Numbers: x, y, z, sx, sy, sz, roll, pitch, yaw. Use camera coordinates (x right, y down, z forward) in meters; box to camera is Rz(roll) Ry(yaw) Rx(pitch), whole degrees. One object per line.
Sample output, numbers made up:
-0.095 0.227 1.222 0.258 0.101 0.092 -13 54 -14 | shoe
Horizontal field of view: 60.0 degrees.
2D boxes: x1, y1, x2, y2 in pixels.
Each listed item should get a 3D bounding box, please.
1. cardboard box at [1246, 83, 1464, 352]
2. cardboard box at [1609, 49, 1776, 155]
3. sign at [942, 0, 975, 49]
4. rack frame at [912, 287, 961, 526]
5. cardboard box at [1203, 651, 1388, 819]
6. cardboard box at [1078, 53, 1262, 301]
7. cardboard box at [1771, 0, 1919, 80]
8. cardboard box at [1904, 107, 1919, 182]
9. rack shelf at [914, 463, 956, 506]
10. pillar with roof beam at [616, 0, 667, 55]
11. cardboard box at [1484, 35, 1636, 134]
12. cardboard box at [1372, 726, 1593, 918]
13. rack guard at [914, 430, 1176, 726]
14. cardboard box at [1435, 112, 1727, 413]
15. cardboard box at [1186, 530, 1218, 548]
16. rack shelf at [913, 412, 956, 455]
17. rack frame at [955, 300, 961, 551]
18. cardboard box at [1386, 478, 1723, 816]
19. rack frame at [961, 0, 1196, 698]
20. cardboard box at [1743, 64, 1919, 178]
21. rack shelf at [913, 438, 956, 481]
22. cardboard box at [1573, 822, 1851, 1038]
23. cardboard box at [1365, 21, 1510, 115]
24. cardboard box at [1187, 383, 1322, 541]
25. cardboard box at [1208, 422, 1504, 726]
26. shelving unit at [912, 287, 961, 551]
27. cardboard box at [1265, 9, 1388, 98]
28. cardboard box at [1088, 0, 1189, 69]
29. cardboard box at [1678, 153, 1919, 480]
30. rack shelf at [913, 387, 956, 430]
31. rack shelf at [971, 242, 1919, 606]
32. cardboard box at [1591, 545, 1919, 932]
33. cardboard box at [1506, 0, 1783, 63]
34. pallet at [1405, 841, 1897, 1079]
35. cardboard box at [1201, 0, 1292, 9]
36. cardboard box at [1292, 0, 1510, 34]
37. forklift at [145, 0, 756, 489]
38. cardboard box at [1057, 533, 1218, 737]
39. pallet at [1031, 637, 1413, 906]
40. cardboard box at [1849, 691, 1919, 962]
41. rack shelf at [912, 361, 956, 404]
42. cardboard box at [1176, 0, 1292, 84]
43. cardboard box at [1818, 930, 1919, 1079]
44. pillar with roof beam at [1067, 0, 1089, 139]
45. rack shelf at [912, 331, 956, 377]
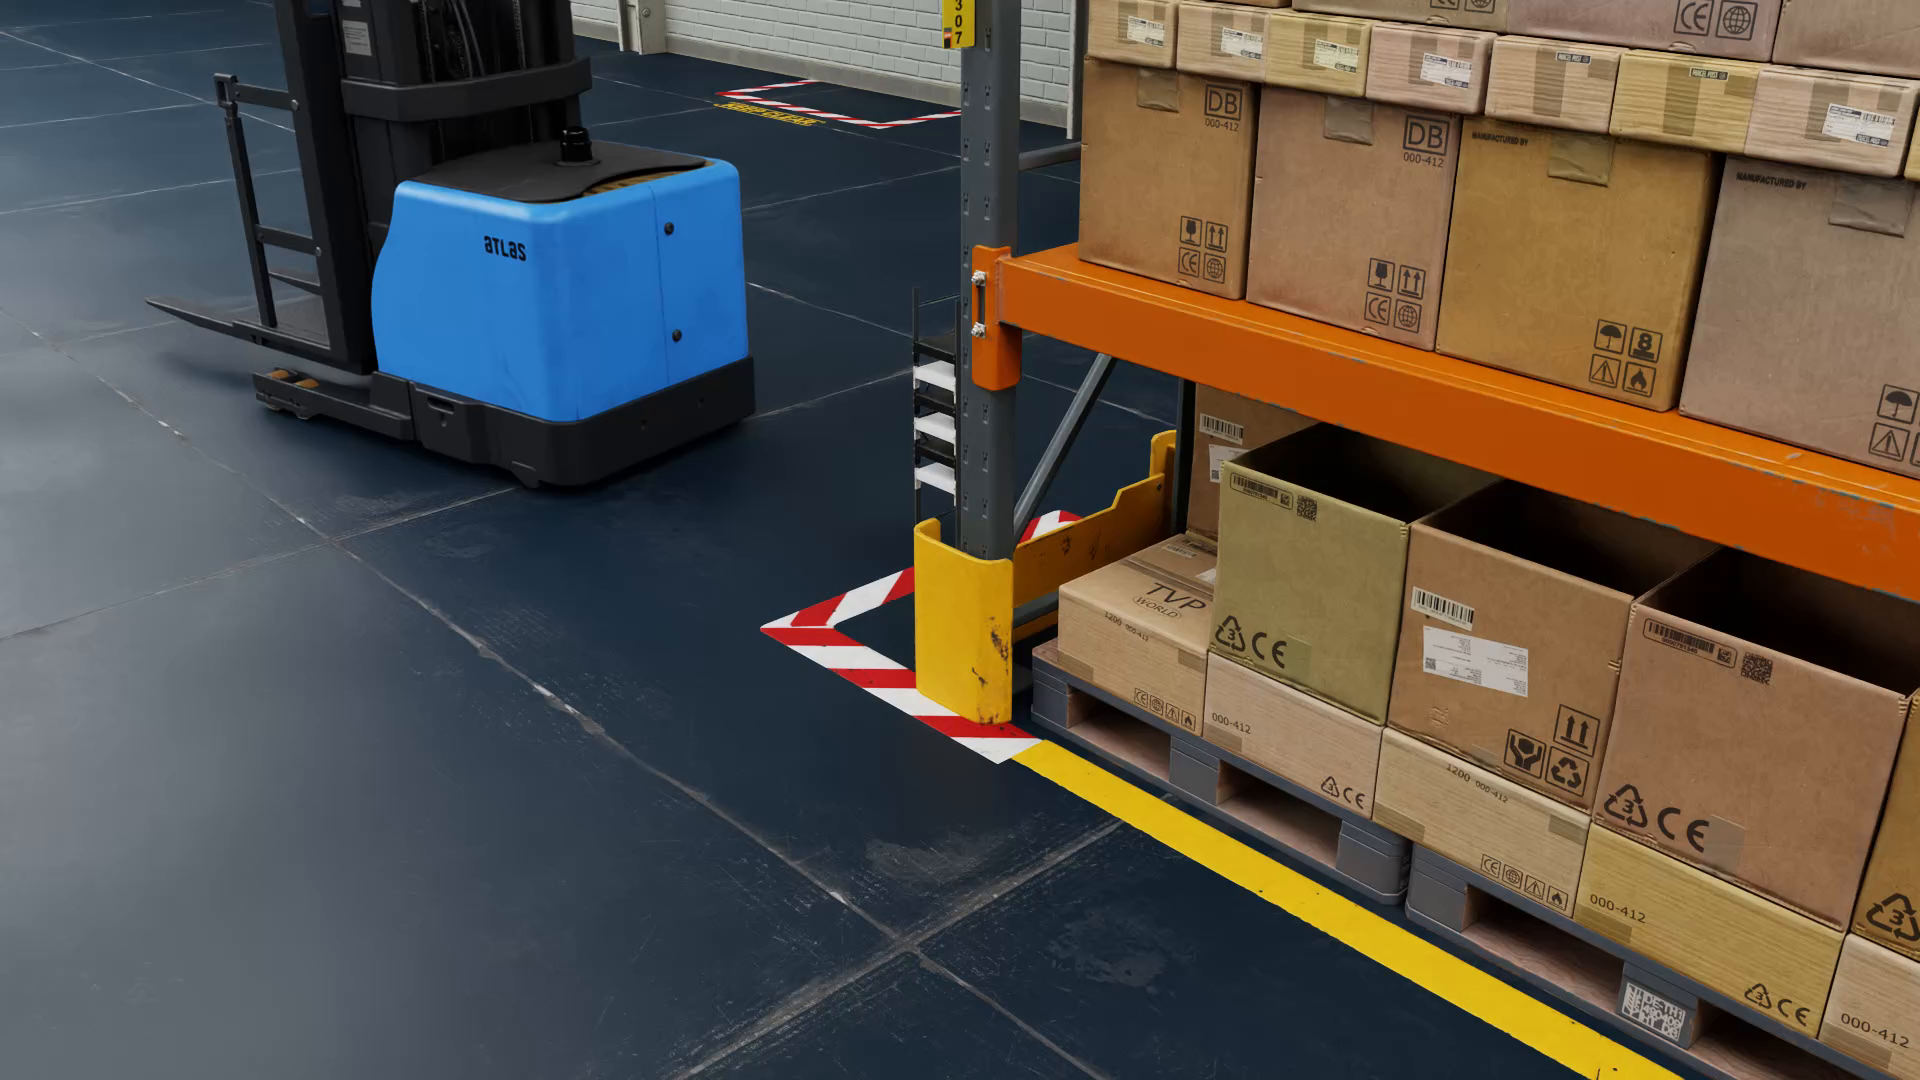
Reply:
1.078 -0.791 3.749 0.700 0.500 0.500 -20 31 -37 | cardboard box
1.399 -0.819 3.029 0.380 0.149 0.250 -22 32 -39 | cardboard box
-0.003 -1.322 3.896 0.100 0.325 0.005 -21 32 -38 | sign
-0.064 -0.438 5.625 0.240 0.900 0.006 -21 32 -38 | rack frame
0.955 0.388 4.093 0.500 0.250 0.500 -21 32 -38 | cardboard box
0.716 -0.948 4.095 0.700 0.500 0.500 -21 32 -38 | cardboard box
1.803 -1.061 2.777 0.700 0.500 0.500 -21 32 -38 | cardboard box
1.747 -0.663 2.688 0.380 0.149 0.250 -20 31 -37 | cardboard box
0.005 -0.213 5.646 0.258 0.077 0.200 -21 32 -38 | rack shelf
-6.215 -7.632 11.636 9.100 9.000 0.400 -21 32 -38 | pillar with roof beam
1.224 -0.896 3.199 0.250 0.149 0.380 23 33 40 | cardboard box
1.296 0.539 3.760 0.500 0.250 0.500 -21 32 -38 | cardboard box
0.390 0.082 4.968 1.175 0.500 0.348 -21 32 -38 | rack guard
1.413 -0.639 3.415 0.700 0.500 0.500 -21 32 -38 | cardboard box
0.988 0.091 4.744 0.500 0.250 0.500 -21 32 -38 | cardboard box
0.005 -0.377 5.572 0.258 0.077 0.200 -21 32 -38 | rack shelf
0.075 -0.376 5.490 0.240 0.900 0.006 -21 32 -38 | rack frame
1.304 0.195 3.612 0.500 0.500 0.500 -21 32 -38 | cardboard box
0.406 -1.048 4.433 1.000 3.000 0.127 -21 32 -38 | rack frame
1.567 -0.743 2.862 0.380 0.149 0.250 -21 32 -38 | cardboard box
0.005 -0.295 5.609 0.258 0.077 0.200 -21 32 -38 | rack shelf
1.634 0.692 3.425 0.500 0.250 0.500 -21 32 -38 | cardboard box
1.040 -0.976 3.374 0.380 0.149 0.250 -22 32 -39 | cardboard box
0.990 -0.251 4.590 0.500 0.500 0.500 -21 32 -38 | cardboard box
0.953 0.047 3.936 0.500 0.500 0.500 -21 32 -38 | cardboard box
0.005 -0.407 5.558 0.258 0.900 0.210 -21 32 -38 | shelving unit
0.869 -1.054 3.543 0.380 0.149 0.250 -21 32 -38 | cardboard box
0.517 -1.209 3.883 0.380 0.149 0.250 -22 32 -39 | cardboard box
1.776 -0.480 3.068 0.700 0.500 0.500 -20 31 -37 | cardboard box
0.005 -0.459 5.534 0.258 0.077 0.200 -21 32 -38 | rack shelf
1.773 -0.115 3.254 1.077 0.370 4.000 -21 32 -38 | rack shelf
1.633 0.351 3.269 0.500 0.500 0.500 -21 32 -38 | cardboard box
1.460 -1.212 3.110 0.700 0.500 0.500 -21 32 -38 | cardboard box
1.789 0.810 3.720 1.003 0.211 1.213 -21 32 -38 | pallet
0.752 -1.523 3.790 0.700 0.500 0.500 -21 32 -38 | cardboard box
1.115 -1.365 3.444 0.700 0.500 0.500 -22 33 -40 | cardboard box
-2.321 -1.986 6.573 3.031 2.935 1.130 16 29 32 | forklift
0.610 0.237 4.422 0.500 0.250 0.500 -21 32 -38 | cardboard box
0.959 0.440 4.530 1.003 0.211 1.213 -21 32 -38 | pallet
1.986 0.499 2.946 0.500 0.500 0.500 -21 32 -38 | cardboard box
0.005 -0.541 5.497 0.258 0.077 0.200 -21 32 -38 | rack shelf
0.699 -1.129 3.710 0.380 0.149 0.250 -22 33 -40 | cardboard box
1.976 0.844 3.094 0.500 0.250 0.500 -21 32 -38 | cardboard box
-2.114 -5.814 7.652 9.100 9.000 0.400 -21 32 -38 | pillar with roof beam
0.005 -0.622 5.460 0.258 0.077 0.200 -21 32 -38 | rack shelf
